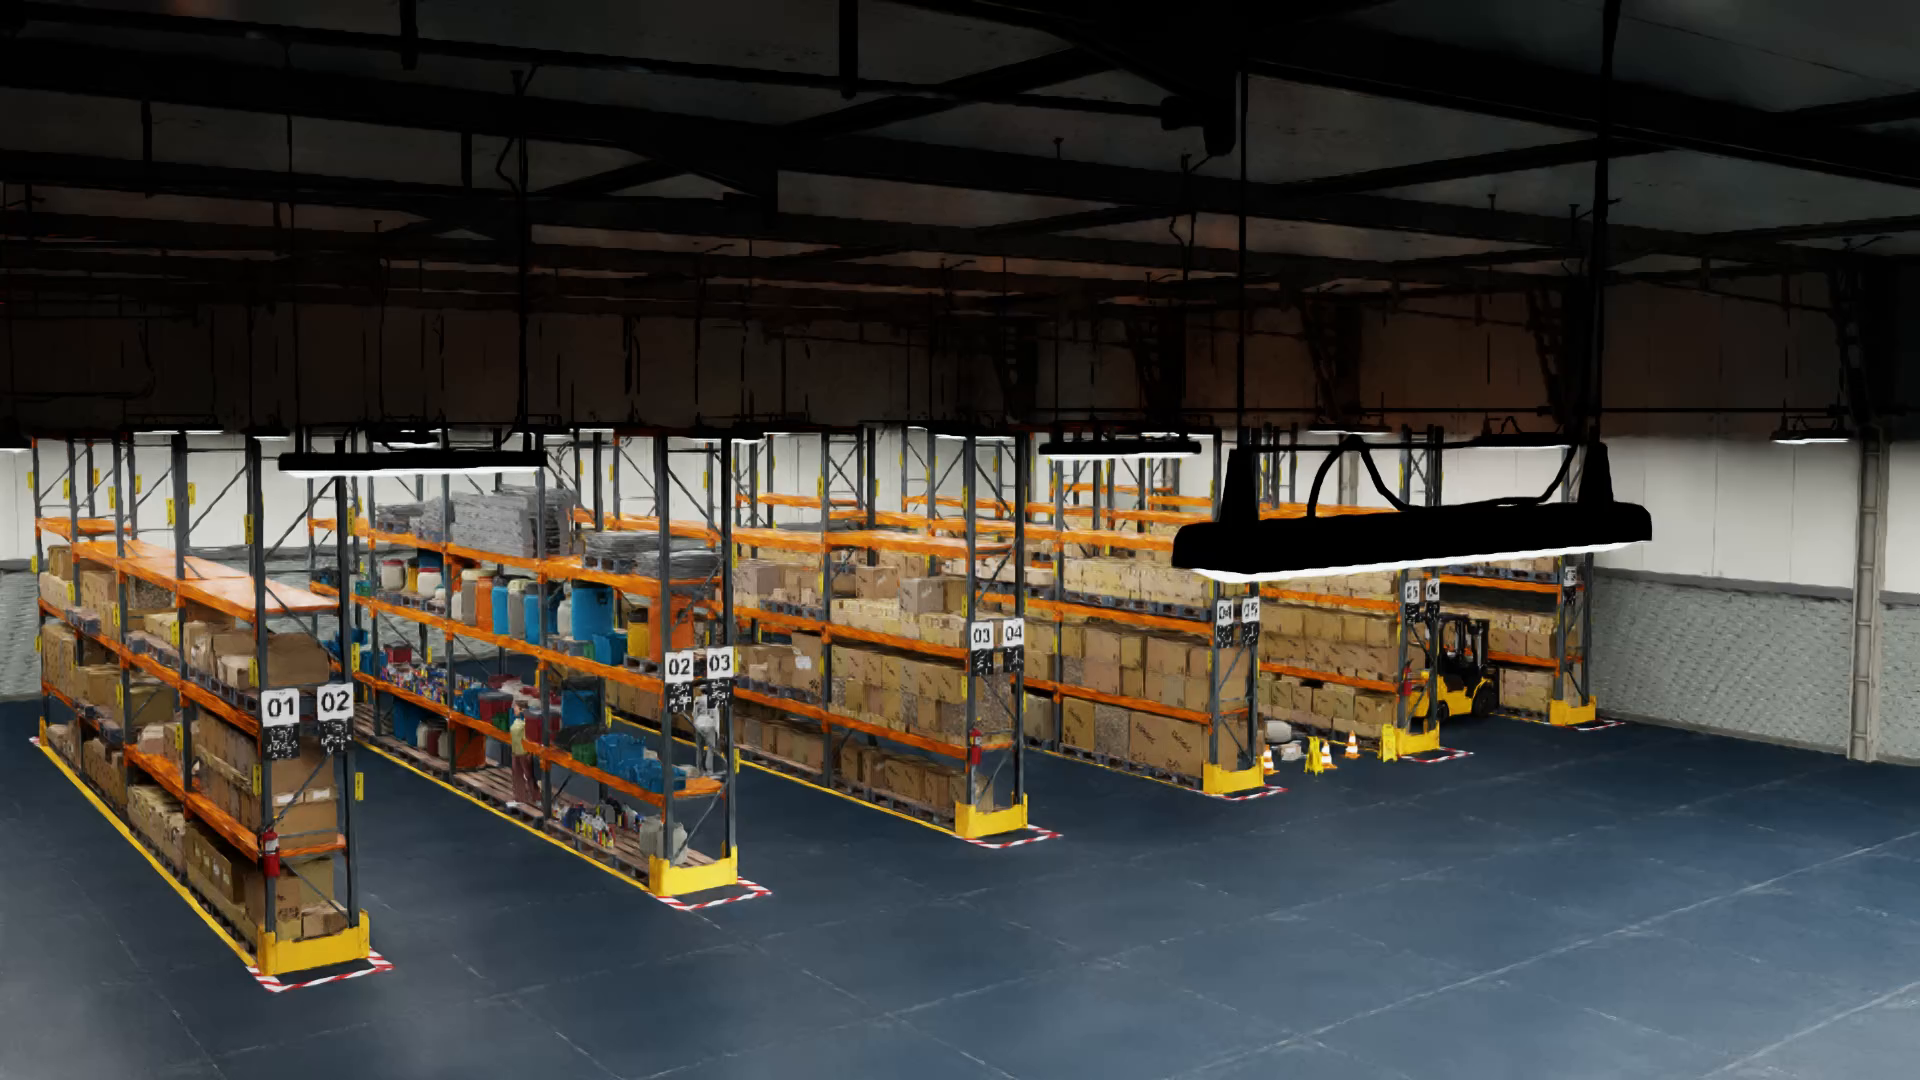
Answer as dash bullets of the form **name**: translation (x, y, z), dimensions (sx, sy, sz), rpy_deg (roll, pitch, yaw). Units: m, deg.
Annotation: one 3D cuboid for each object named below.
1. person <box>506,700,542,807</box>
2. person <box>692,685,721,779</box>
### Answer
- **person**: translation (-6.712, 3.284, 25.653), dimensions (0.483, 1.668, 0.529), rpy_deg (-4, 6, -45)
- **person**: translation (-4.336, 3.242, 28.547), dimensions (0.538, 1.680, 0.408), rpy_deg (2, 5, 22)
